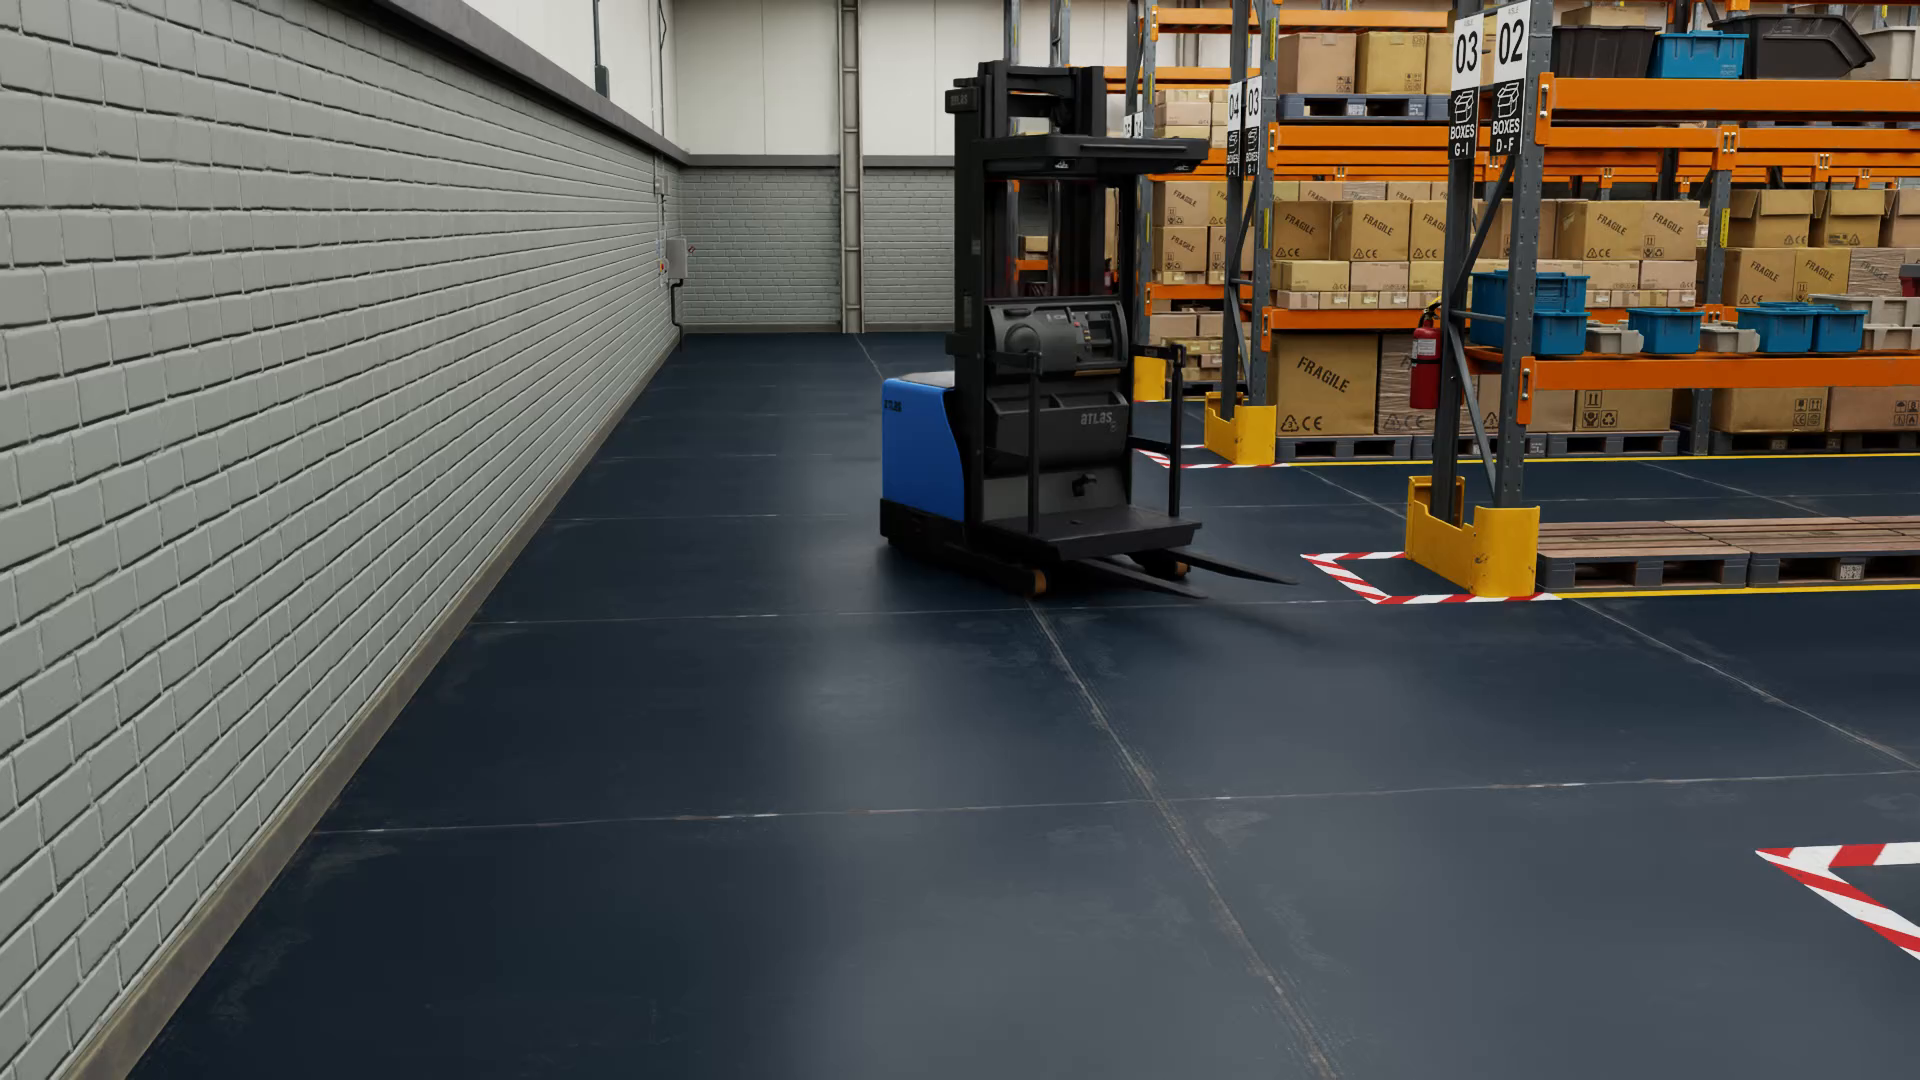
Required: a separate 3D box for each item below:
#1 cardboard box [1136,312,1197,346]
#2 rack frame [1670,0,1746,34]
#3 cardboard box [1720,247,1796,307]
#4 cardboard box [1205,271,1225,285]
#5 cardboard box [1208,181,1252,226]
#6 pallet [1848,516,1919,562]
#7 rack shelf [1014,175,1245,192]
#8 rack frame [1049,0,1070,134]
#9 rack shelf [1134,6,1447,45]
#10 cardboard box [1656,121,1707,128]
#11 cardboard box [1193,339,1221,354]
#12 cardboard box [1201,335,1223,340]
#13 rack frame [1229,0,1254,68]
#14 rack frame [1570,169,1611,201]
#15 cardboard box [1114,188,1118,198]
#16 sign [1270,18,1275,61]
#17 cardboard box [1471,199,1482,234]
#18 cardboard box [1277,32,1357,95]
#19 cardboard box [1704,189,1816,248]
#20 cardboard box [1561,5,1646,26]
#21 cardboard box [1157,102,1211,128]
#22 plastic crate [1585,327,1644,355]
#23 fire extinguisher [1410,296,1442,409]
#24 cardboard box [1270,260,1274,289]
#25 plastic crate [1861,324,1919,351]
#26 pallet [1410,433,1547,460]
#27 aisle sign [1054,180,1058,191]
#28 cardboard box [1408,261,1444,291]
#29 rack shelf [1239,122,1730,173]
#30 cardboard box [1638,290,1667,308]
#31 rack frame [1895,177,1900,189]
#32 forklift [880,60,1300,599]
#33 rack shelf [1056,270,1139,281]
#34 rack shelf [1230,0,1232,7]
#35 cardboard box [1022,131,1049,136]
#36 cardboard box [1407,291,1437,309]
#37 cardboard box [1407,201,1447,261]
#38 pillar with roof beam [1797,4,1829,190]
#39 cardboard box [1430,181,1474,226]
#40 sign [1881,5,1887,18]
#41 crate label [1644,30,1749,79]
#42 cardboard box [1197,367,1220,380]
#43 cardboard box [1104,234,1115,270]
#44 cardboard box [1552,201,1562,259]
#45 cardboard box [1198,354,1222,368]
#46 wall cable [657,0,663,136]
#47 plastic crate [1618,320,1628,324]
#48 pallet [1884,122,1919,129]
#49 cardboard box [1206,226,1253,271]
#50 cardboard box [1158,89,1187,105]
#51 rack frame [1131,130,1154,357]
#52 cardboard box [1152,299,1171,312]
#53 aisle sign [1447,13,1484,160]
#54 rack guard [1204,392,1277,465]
[{"bbox_3d":[2.959,-3.121,24.521,0.875,0.438,0.875,-1,11,-5],"label":"cardboard box"},{"bbox_3d":[6.452,-5.245,14.220,0.127,3.000,1.000,-1,11,-6],"label":"rack frame"},{"bbox_3d":[6.936,-2.312,14.594,0.500,0.500,0.500,-1,11,-6],"label":"cardboard box"},{"bbox_3d":[2.919,-3.001,19.007,0.250,0.149,0.380,-2,11,-8],"label":"cardboard box"},{"bbox_3d":[3.016,-3.827,18.938,0.500,0.500,0.500,-1,11,-4],"label":"cardboard box"},{"bbox_3d":[6.260,0.039,10.121,1.213,0.211,1.003,-1,11,-6],"label":"pallet"},{"bbox_3d":[2.854,-6.231,28.876,4.000,0.370,1.077,-1,11,-6],"label":"rack shelf"},{"bbox_3d":[1.405,-7.062,23.463,0.127,3.000,1.000,-1,11,-6],"label":"rack frame"},{"bbox_3d":[4.028,-5.802,18.927,4.000,0.370,1.077,-1,11,-6],"label":"rack shelf"},{"bbox_3d":[8.460,-4.776,19.350,0.500,0.500,0.500,-1,11,-6],"label":"cardboard box"},{"bbox_3d":[2.859,-2.245,19.272,0.250,0.149,0.380,-1,11,-5],"label":"cardboard box"},{"bbox_3d":[3.039,-2.354,19.826,0.250,0.149,0.380,-1,11,-7],"label":"cardboard box"},{"bbox_3d":[4.842,-8.097,28.729,0.127,3.000,1.000,-1,11,-6],"label":"rack frame"},{"bbox_3d":[9.358,-4.285,24.890,0.127,3.000,1.000,-1,11,-6],"label":"rack frame"},{"bbox_3d":[2.312,-4.933,23.654,0.250,0.149,0.380,-1,11,-4],"label":"cardboard box"},{"bbox_3d":[2.529,-4.051,13.452,0.005,0.325,0.100,-1,11,-6],"label":"sign"},{"bbox_3d":[7.365,-4.734,24.319,0.500,0.500,0.500,-1,11,-7],"label":"cardboard box"},{"bbox_3d":[2.986,-4.015,14.133,0.500,0.500,0.700,-2,11,-10],"label":"cardboard box"},{"bbox_3d":[7.086,-2.858,14.768,0.637,0.503,0.797,-1,11,-8],"label":"cardboard box"},{"bbox_3d":[5.516,-4.427,14.284,0.500,0.250,0.500,-2,11,-10],"label":"cardboard box"},{"bbox_3d":[2.515,-4.775,18.695,0.500,0.250,0.500,-1,11,-5],"label":"cardboard box"},{"bbox_3d":[3.619,-1.101,9.221,0.298,0.136,0.250,-1,11,-6],"label":"plastic crate"},{"bbox_3d":[2.811,-1.131,10.014,0.183,0.674,0.296,-1,11,-6],"label":"fire extinguisher"},{"bbox_3d":[2.928,-2.352,14.671,0.500,0.250,0.500,-1,11,-7],"label":"cardboard box"},{"bbox_3d":[5.288,-1.158,9.509,0.466,0.136,0.293,-1,11,-6],"label":"plastic crate"},{"bbox_3d":[4.472,-0.906,14.931,1.213,0.211,1.003,-1,11,-6],"label":"pallet"},{"bbox_3d":[1.365,-5.337,23.501,0.004,0.787,0.394,-1,11,-6],"label":"aisle sign"},{"bbox_3d":[3.998,-2.271,14.260,0.500,0.250,0.500,-2,11,-8],"label":"cardboard box"},{"bbox_3d":[4.464,-3.379,14.367,4.000,0.370,1.077,-1,11,-6],"label":"rack shelf"},{"bbox_3d":[5.928,-2.104,14.444,0.250,0.149,0.380,-1,11,-5],"label":"cardboard box"},{"bbox_3d":[16.772,-5.404,30.579,0.127,3.000,1.000,-1,11,-6],"label":"rack frame"},{"bbox_3d":[0.687,-1.215,9.451,1.130,2.935,3.031,-7,13,-31],"label":"forklift"},{"bbox_3d":[3.393,-3.807,24.323,4.000,0.370,1.077,-1,11,-6],"label":"rack shelf"},{"bbox_3d":[2.854,-9.334,28.266,4.000,0.370,1.077,-1,11,-6],"label":"rack shelf"},{"bbox_3d":[1.334,-6.821,28.334,0.500,0.250,0.500,-1,11,-7],"label":"cardboard box"},{"bbox_3d":[3.885,-2.061,14.226,0.250,0.149,0.380,-1,11,-7],"label":"cardboard box"},{"bbox_3d":[3.993,-2.639,14.190,0.500,0.500,0.500,-2,11,-8],"label":"cardboard box"},{"bbox_3d":[16.447,-7.680,26.606,0.400,9.000,9.100,-1,11,-6],"label":"pillar with roof beam"},{"bbox_3d":[5.579,-3.879,19.200,0.500,0.500,0.500,-2,11,-8],"label":"cardboard box"},{"bbox_3d":[13.401,-7.742,24.089,0.005,0.325,0.100,-1,11,-6],"label":"sign"},{"bbox_3d":[3.962,-2.624,9.051,0.502,0.251,0.408,-1,11,-6],"label":"crate label"},{"bbox_3d":[2.847,-1.949,19.309,0.250,0.149,0.380,-1,11,-6],"label":"cardboard box"},{"bbox_3d":[1.913,-4.123,23.803,0.500,0.500,0.500,-1,11,-7],"label":"cardboard box"},{"bbox_3d":[5.458,-2.772,14.866,0.500,0.500,0.500,-1,11,-6],"label":"cardboard box"},{"bbox_3d":[2.867,-2.081,19.209,0.250,0.149,0.380,-1,11,-6],"label":"cardboard box"},{"bbox_3d":[-4.298,-7.034,23.320,0.029,3.000,2.355,-1,11,-6],"label":"wall cable"},{"bbox_3d":[4.091,-1.223,9.843,0.243,0.136,0.396,-1,11,-6],"label":"plastic crate"},{"bbox_3d":[8.683,-3.717,14.710,1.213,0.211,1.003,-1,11,-3],"label":"pallet"},{"bbox_3d":[3.046,-3.339,19.045,0.500,0.500,0.500,-1,11,-6],"label":"cardboard box"},{"bbox_3d":[2.387,-4.974,18.675,0.250,0.149,0.380,-1,11,-7],"label":"cardboard box"},{"bbox_3d":[2.040,-3.171,19.224,0.127,3.000,1.000,-1,11,-6],"label":"rack frame"},{"bbox_3d":[3.370,-4.077,29.219,0.500,0.500,0.700,-2,11,-8],"label":"cardboard box"},{"bbox_3d":[2.907,-2.599,9.571,0.004,0.787,0.394,-1,11,-6],"label":"aisle sign"},{"bbox_3d":[2.451,-0.991,14.614,0.348,0.500,1.175,-1,11,-6],"label":"rack guard"}]
